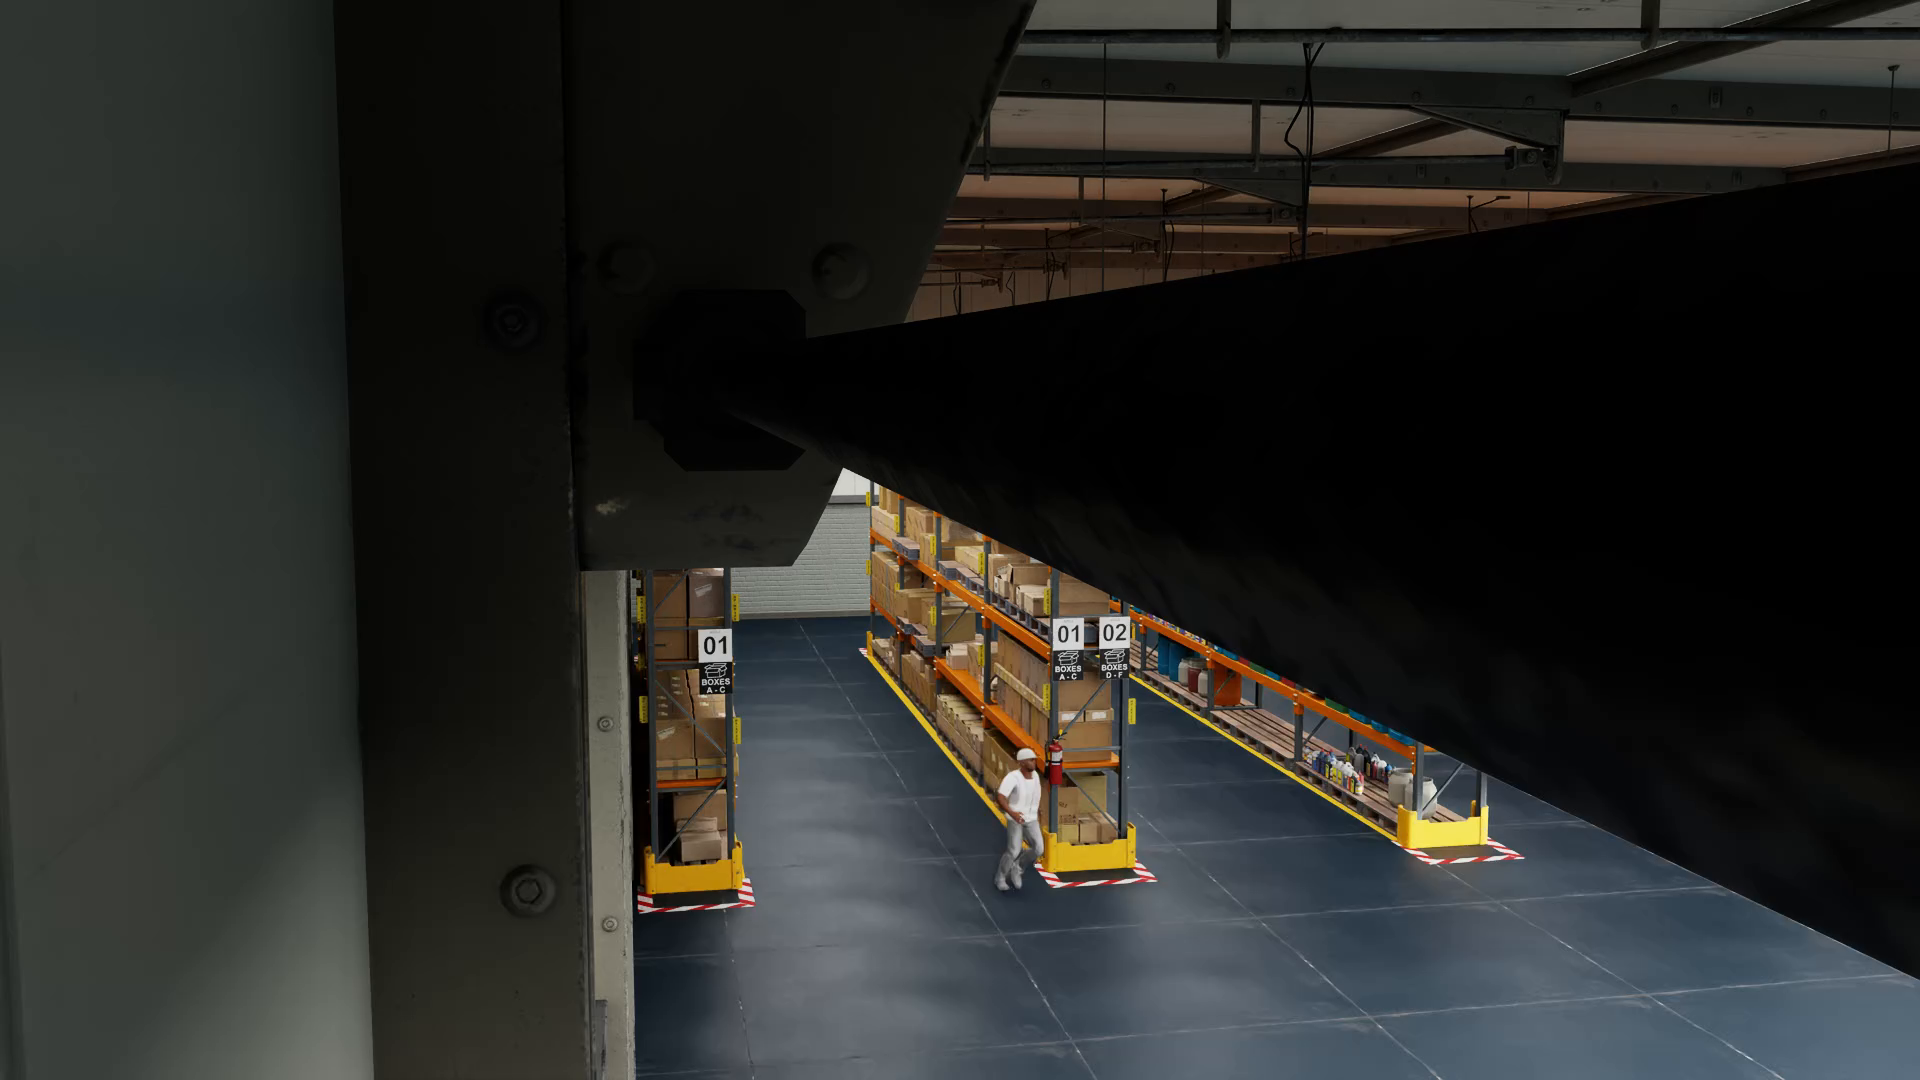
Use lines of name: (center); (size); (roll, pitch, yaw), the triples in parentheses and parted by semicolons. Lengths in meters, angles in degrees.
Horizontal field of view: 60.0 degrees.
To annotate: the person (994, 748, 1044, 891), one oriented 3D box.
person: (0.783, 3.373, 20.130); (0.765, 1.704, 0.581); (-5, 7, -37)
